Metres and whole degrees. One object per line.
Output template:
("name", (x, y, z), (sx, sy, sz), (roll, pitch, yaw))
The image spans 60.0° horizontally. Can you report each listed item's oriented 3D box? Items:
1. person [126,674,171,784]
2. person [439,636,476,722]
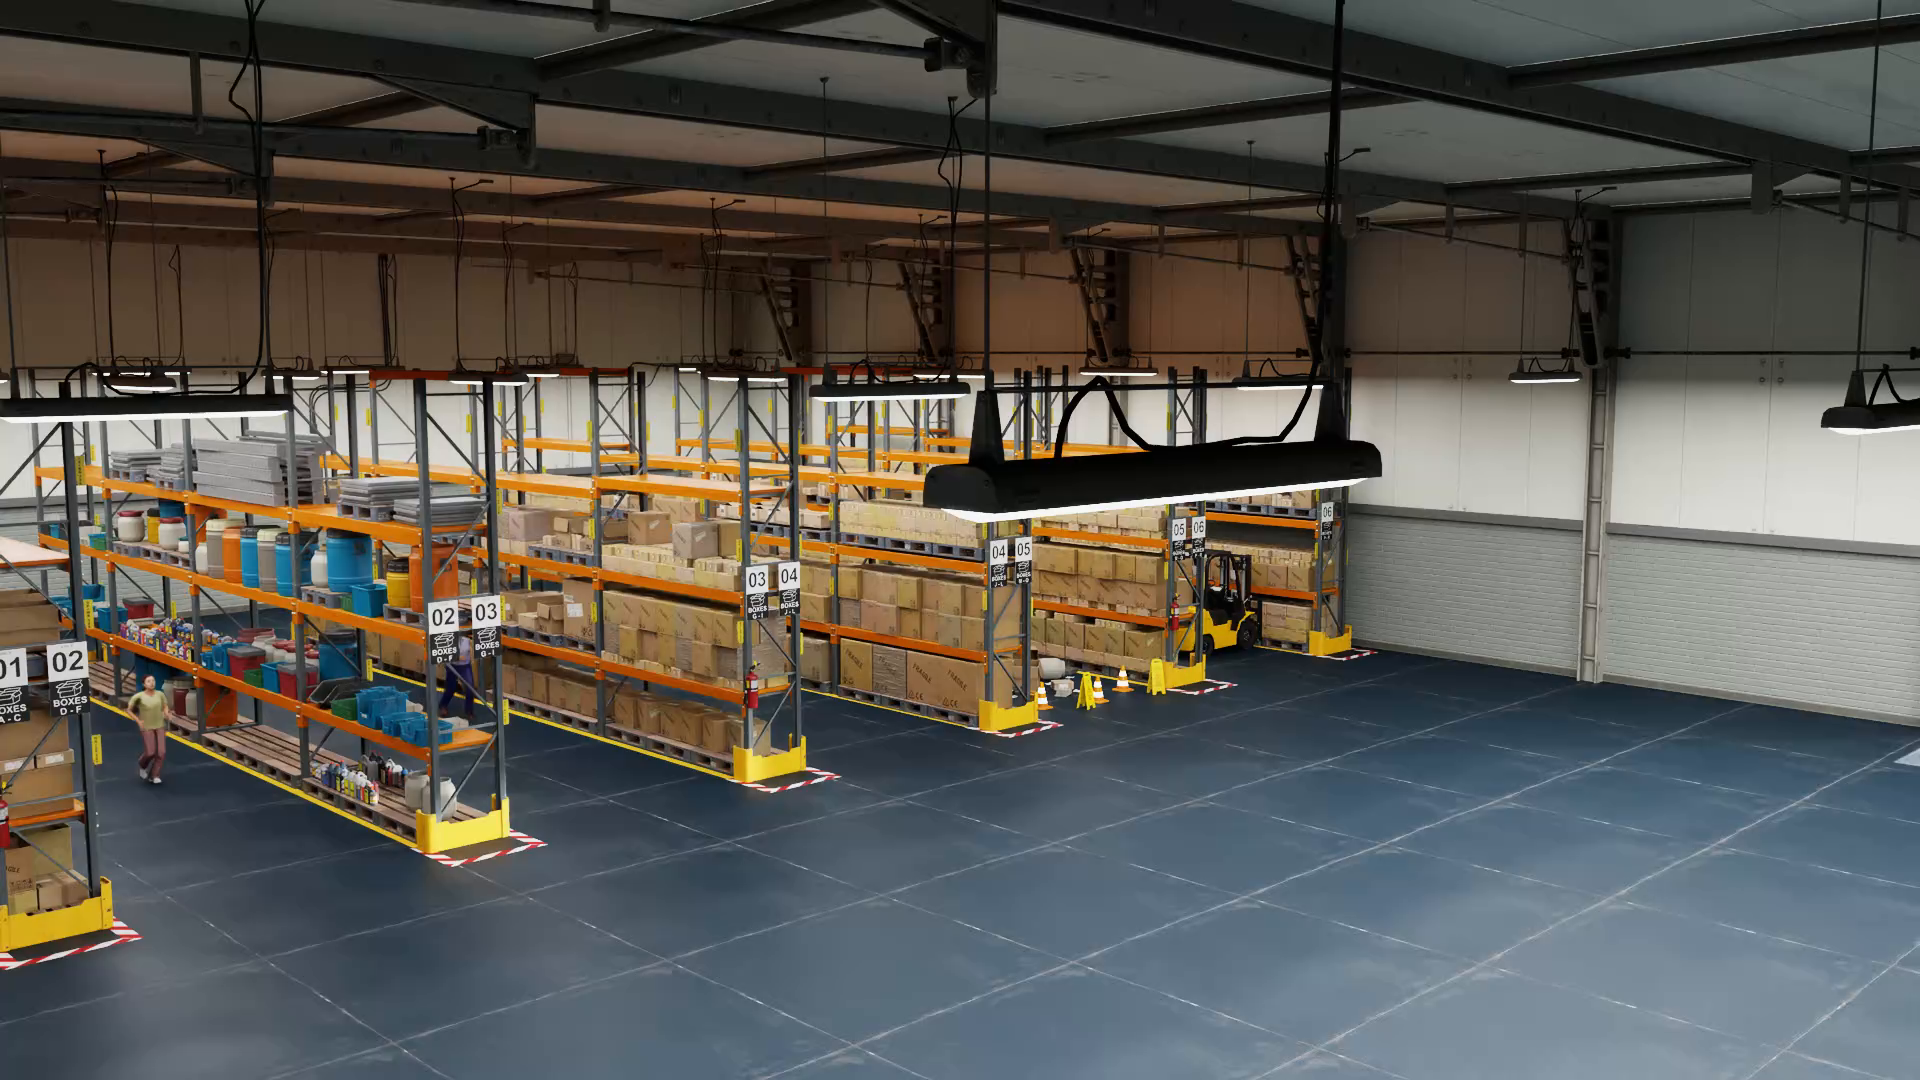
("person", (-11.869, 2.768, 24.429), (0.556, 1.622, 0.576), (6, 9, 41))
("person", (-8.667, 2.286, 28.725), (0.610, 1.696, 0.882), (-5, 8, -40))
